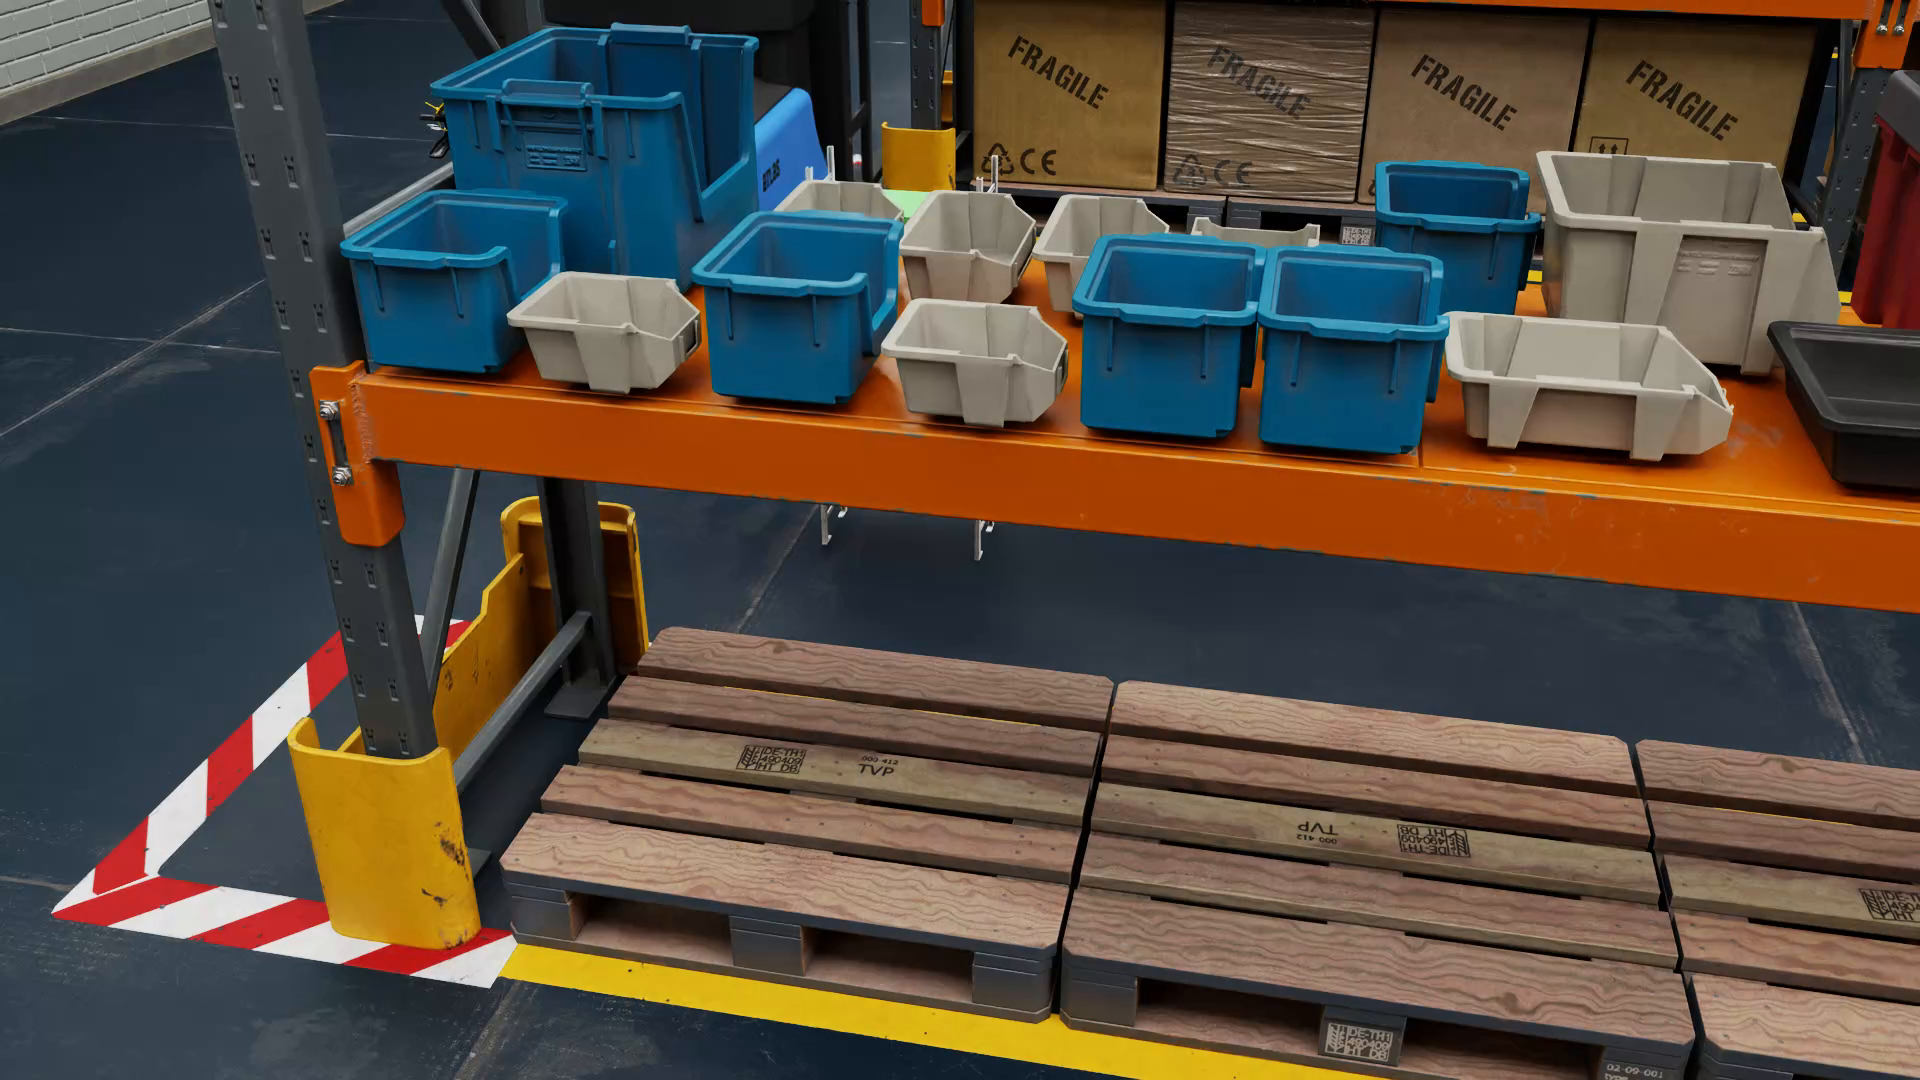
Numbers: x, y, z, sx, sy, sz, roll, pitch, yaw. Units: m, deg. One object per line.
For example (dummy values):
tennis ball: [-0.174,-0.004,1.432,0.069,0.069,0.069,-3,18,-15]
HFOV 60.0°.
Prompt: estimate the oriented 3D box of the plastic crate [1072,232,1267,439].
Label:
plastic crate: [0.363,-0.353,2.883,0.300,0.233,0.416,6,29,11]

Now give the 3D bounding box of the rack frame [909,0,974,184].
rack frame: [-0.063,-3.038,7.675,0.127,3.000,1.000,6,29,11]

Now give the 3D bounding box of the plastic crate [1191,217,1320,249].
plastic crate: [0.589,-0.552,3.347,0.250,0.136,0.298,6,29,11]

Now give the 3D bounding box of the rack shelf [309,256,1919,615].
rack shelf: [0.858,-0.195,3.232,4.000,0.370,1.077,6,29,11]

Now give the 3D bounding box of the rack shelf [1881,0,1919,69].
rack shelf: [5.804,-2.120,6.748,4.000,0.370,1.077,6,29,11]

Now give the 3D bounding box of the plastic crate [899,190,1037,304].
plastic crate: [0.018,-0.590,3.415,0.243,0.136,0.396,6,29,11]

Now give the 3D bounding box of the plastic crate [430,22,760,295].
plastic crate: [-0.731,-0.807,3.502,0.499,0.435,0.616,6,29,11]

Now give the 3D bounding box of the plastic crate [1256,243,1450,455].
plastic crate: [0.656,-0.323,2.828,0.300,0.233,0.416,6,29,11]

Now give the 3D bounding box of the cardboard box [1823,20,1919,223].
cardboard box: [4.478,-1.834,7.251,0.875,0.875,1.225,6,29,11]

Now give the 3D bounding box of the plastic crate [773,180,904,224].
plastic crate: [-0.262,-0.625,3.481,0.243,0.136,0.396,6,29,11]

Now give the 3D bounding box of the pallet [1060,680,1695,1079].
pallet: [0.890,0.736,3.686,1.213,0.211,1.003,6,29,11]

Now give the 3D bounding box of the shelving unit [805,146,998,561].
shelving unit: [-0.162,-0.543,4.992,0.503,1.200,0.258,6,29,11]

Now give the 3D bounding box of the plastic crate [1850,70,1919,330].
plastic crate: [1.993,-0.572,3.042,0.583,0.464,0.402,6,29,11]

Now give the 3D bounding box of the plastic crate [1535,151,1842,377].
plastic crate: [1.359,-0.524,3.145,0.530,0.282,0.437,6,29,11]

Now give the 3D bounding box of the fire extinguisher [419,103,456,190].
fire extinguisher: [-1.150,-0.743,3.952,0.183,0.674,0.296,6,29,11]

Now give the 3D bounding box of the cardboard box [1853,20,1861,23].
cardboard box: [6.168,-3.792,11.219,0.500,0.500,0.500,7,30,13]

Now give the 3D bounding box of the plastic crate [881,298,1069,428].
plastic crate: [0.035,-0.304,2.893,0.298,0.136,0.250,6,29,11]

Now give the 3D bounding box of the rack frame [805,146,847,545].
rack frame: [-0.401,-0.567,5.037,0.015,1.200,0.240,6,29,11]

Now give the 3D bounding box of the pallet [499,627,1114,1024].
pallet: [-0.299,0.613,3.911,1.213,0.211,1.003,6,29,11]

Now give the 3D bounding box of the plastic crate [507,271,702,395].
plastic crate: [-0.629,-0.372,3.018,0.298,0.136,0.250,6,29,11]

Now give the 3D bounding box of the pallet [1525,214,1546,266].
pallet: [3.121,-1.526,7.818,1.213,0.211,1.003,6,29,11]

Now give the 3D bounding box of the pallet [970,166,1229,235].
pallet: [0.735,-1.771,8.265,1.213,0.211,1.003,6,29,11]

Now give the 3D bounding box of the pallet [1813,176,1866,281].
pallet: [4.619,-1.371,7.535,1.213,0.211,1.003,6,29,11]

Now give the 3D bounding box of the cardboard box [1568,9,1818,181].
cardboard box: [3.220,-1.992,7.541,0.875,0.875,0.875,6,29,11]

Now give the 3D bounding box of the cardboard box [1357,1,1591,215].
cardboard box: [2.339,-2.083,7.706,0.875,0.875,0.875,6,29,11]

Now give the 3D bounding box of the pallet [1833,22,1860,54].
pallet: [5.745,-3.655,11.707,1.213,0.211,1.003,6,29,11]

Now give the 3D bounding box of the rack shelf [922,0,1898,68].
rack shelf: [1.892,-2.521,7.481,4.000,0.370,1.077,6,29,11]

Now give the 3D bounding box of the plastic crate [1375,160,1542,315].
plastic crate: [0.964,-0.579,3.296,0.300,0.233,0.416,6,29,11]

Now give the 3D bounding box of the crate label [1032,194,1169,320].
crate label: [0.295,-0.573,3.385,0.243,0.136,0.396,6,29,11]

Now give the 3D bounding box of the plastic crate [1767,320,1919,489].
plastic crate: [1.663,-0.202,2.720,0.590,0.125,0.437,6,29,11]

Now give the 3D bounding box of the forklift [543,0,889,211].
forklift: [-0.927,-2.351,6.492,1.130,2.935,3.031,5,29,8]

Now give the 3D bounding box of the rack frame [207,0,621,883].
rack frame: [-1.098,-0.711,3.426,0.127,3.000,1.000,6,29,11]

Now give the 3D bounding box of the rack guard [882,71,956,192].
rack guard: [-0.087,-1.944,8.279,0.348,0.500,1.175,6,29,11]

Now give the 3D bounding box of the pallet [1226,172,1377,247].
pallet: [1.924,-1.648,8.040,1.213,0.211,1.003,6,29,11]

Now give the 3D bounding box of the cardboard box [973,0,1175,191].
cardboard box: [0.579,-2.263,8.035,0.875,0.875,0.875,6,29,11]

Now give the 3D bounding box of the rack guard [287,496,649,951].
rack guard: [-1.124,0.389,4.020,0.348,0.500,1.175,6,29,11]

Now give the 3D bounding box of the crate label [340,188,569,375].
crate label: [-0.925,-0.485,3.124,0.303,0.233,0.416,6,29,11]

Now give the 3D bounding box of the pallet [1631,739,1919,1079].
pallet: [2.087,0.857,3.464,1.213,0.211,1.003,6,29,11]

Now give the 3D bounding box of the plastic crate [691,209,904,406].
plastic crate: [-0.281,-0.419,3.004,0.300,0.233,0.416,6,29,11]

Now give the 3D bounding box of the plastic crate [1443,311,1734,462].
plastic crate: [1.048,-0.254,2.803,0.466,0.136,0.293,6,29,11]

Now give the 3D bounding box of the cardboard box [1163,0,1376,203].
cardboard box: [1.469,-2.172,7.869,0.875,0.875,0.875,6,29,11]

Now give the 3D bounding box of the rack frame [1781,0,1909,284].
rack frame: [3.848,-2.636,6.942,0.127,3.000,1.000,6,29,11]

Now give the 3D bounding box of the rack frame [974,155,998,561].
rack frame: [0.077,-0.518,4.948,0.015,1.200,0.240,6,29,11]

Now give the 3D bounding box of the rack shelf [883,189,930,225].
rack shelf: [-0.162,-0.908,4.792,0.480,0.148,0.258,6,29,11]
